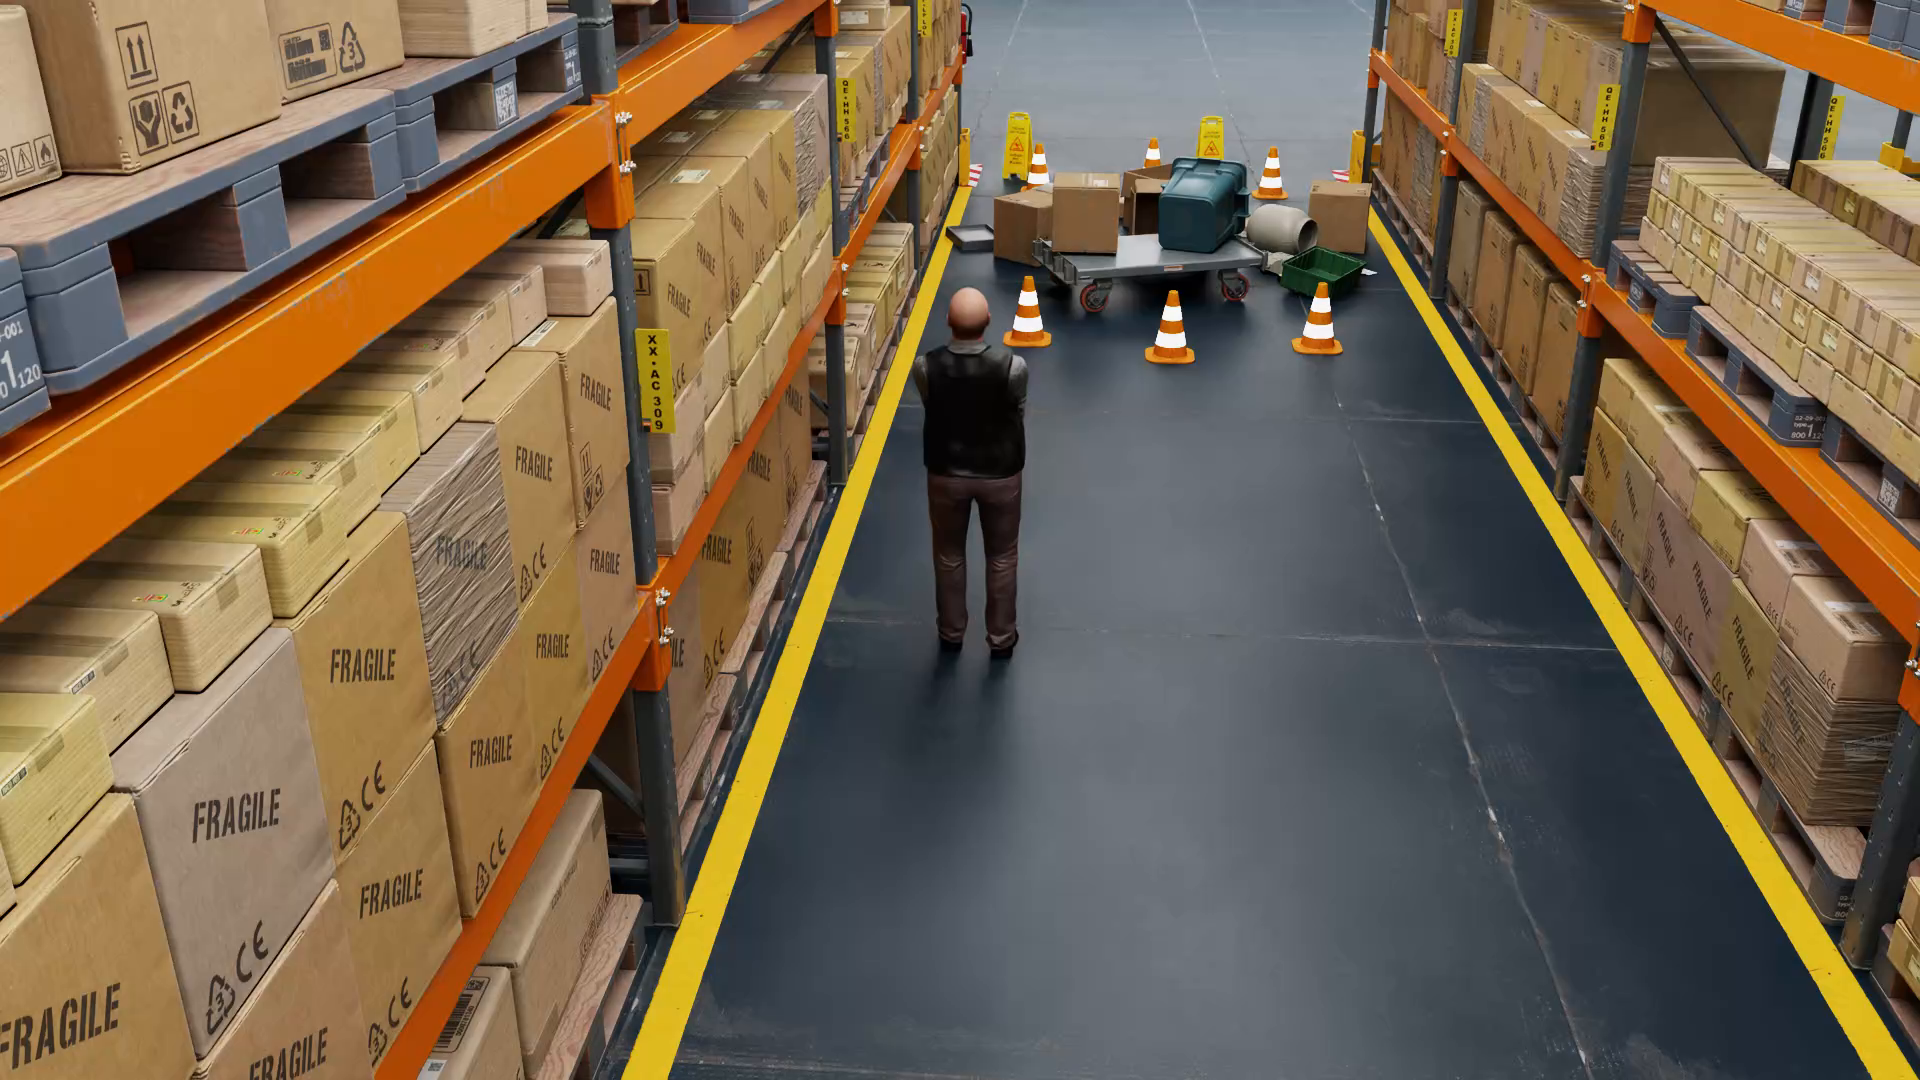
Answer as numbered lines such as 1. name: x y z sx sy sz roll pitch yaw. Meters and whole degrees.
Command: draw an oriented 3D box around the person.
1. person: 0.053 -0.318 7.349 0.494 1.711 0.551 2 24 4
